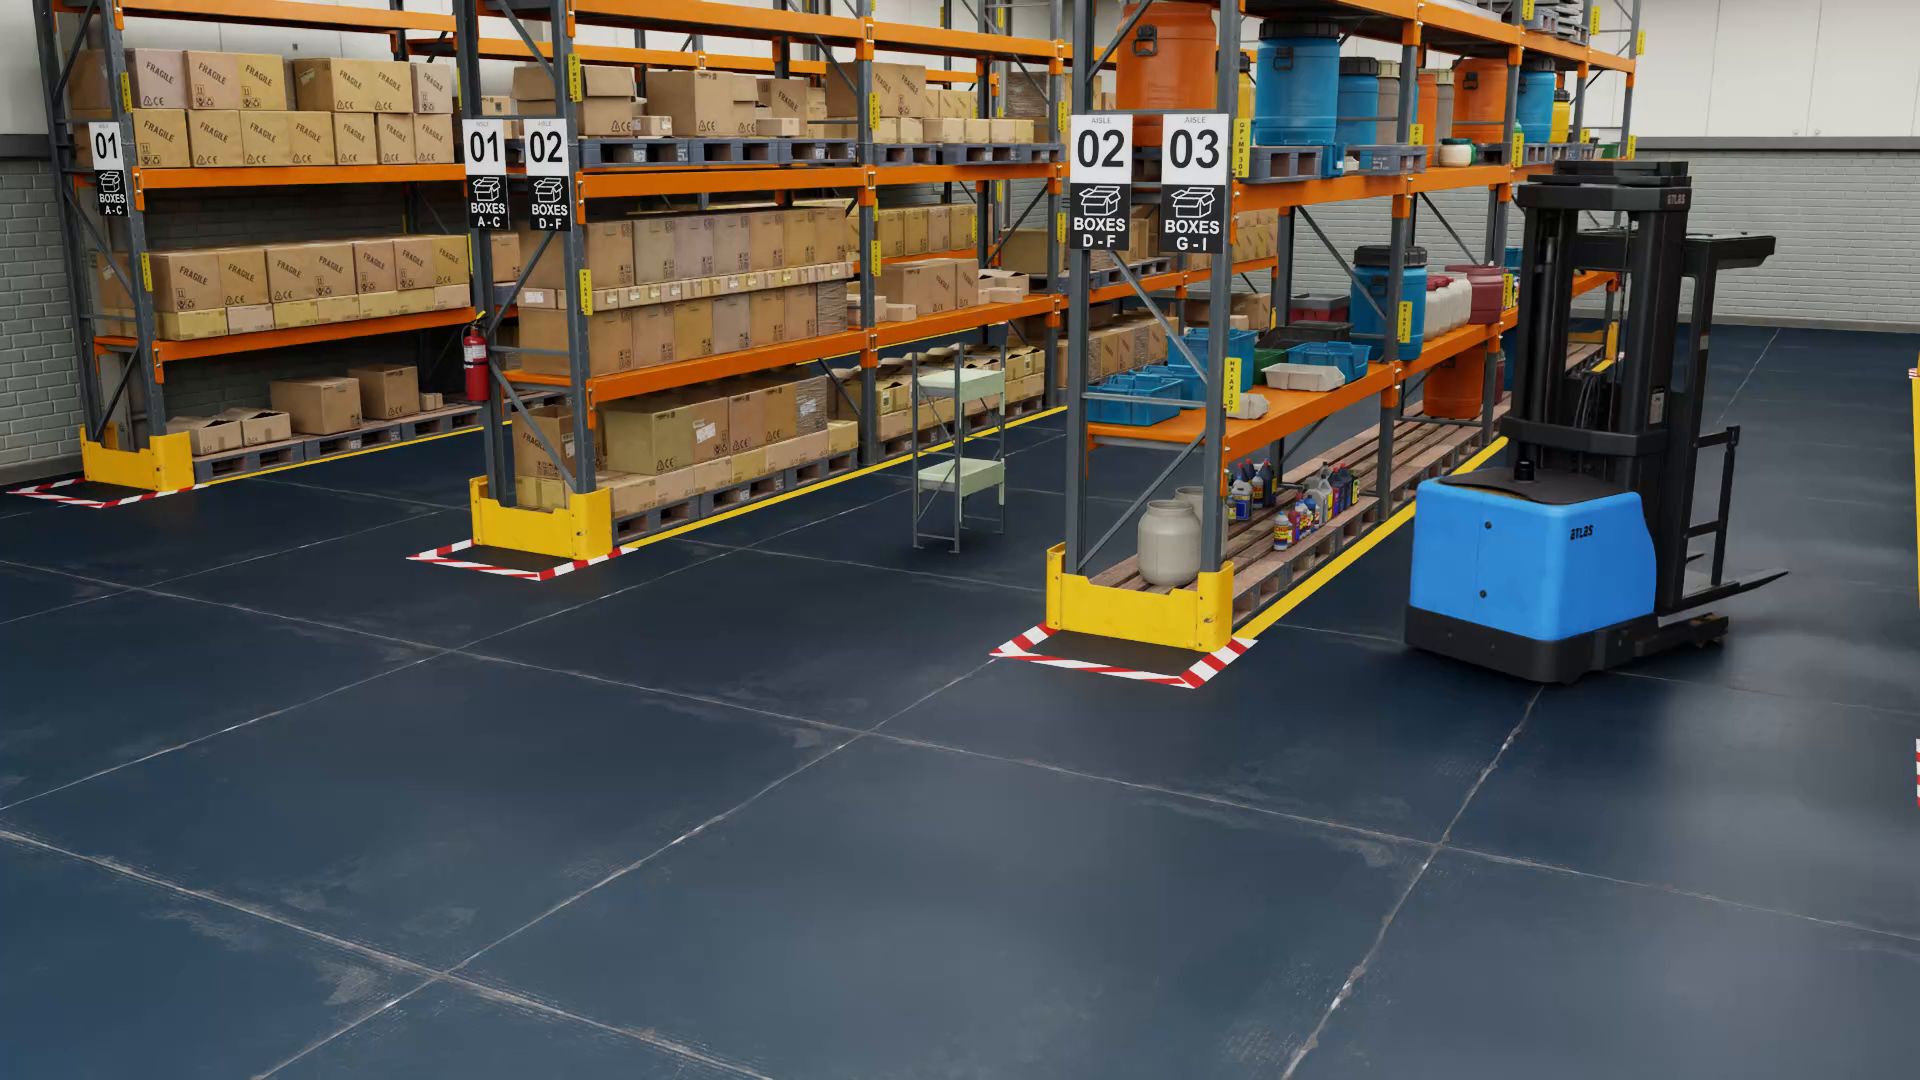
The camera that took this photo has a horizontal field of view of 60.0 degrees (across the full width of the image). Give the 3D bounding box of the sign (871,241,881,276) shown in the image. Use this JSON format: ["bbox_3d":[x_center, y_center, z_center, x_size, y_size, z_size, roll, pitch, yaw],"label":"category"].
[{"bbox_3d":[-0.783,-2.625,15.505,0.100,0.325,0.005,7,15,28],"label":"sign"}]

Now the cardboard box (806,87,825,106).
[{"bbox_3d":[-2.280,-6.349,23.818,0.500,0.250,0.500,9,16,32],"label":"cardboard box"}]

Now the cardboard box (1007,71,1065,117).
[{"bbox_3d":[0.881,-5.130,19.167,0.500,0.500,0.500,7,15,28],"label":"cardboard box"}]

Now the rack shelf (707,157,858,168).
[{"bbox_3d":[-2.707,-5.128,23.039,1.077,0.370,4.000,7,15,28],"label":"rack shelf"}]

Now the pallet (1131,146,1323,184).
[{"bbox_3d":[1.617,-2.370,10.469,1.003,0.211,1.213,7,15,28],"label":"pallet"}]

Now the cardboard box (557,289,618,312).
[{"bbox_3d":[-2.825,-1.827,12.616,0.380,0.149,0.250,7,15,28],"label":"cardboard box"}]

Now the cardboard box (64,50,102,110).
[{"bbox_3d":[-7.562,-4.089,14.803,0.500,0.500,0.500,8,16,31],"label":"cardboard box"}]

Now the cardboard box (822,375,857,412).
[{"bbox_3d":[-1.324,-1.484,16.562,0.500,0.311,0.500,7,15,28],"label":"cardboard box"}]

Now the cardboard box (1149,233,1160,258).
[{"bbox_3d":[2.615,-4.050,23.218,0.500,0.500,0.500,8,16,29],"label":"cardboard box"}]

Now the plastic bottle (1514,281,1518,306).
[{"bbox_3d":[5.971,-2.667,17.969,0.097,0.271,0.097,0,14,0],"label":"plastic bottle"}]

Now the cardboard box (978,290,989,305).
[{"bbox_3d":[0.097,-2.659,18.197,0.380,0.149,0.250,9,16,32],"label":"cardboard box"}]

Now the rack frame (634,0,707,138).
[{"bbox_3d":[-3.674,-6.526,20.901,1.000,3.000,0.127,7,15,28],"label":"rack frame"}]

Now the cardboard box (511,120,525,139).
[{"bbox_3d":[-4.975,-4.637,18.762,0.500,0.311,0.500,8,16,30],"label":"cardboard box"}]

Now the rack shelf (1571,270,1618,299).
[{"bbox_3d":[7.899,-3.368,22.139,1.077,0.370,4.000,7,15,28],"label":"rack shelf"}]

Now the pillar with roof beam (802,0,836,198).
[{"bbox_3d":[1.610,-7.100,23.284,9.100,9.000,0.400,7,15,28],"label":"pillar with roof beam"}]

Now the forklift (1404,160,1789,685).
[{"bbox_3d":[4.191,-0.851,10.310,3.031,2.935,1.130,-10,17,-36],"label":"forklift"}]

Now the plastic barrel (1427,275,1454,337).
[{"bbox_3d":[4.283,-2.143,15.232,0.433,0.535,0.433,0,14,0],"label":"plastic barrel"}]

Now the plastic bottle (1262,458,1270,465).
[{"bbox_3d":[2.527,-0.538,13.747,0.097,0.271,0.097,0,14,0],"label":"plastic bottle"}]

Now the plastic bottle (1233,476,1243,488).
[{"bbox_3d":[2.182,-0.362,13.017,0.097,0.271,0.097,0,14,0],"label":"plastic bottle"}]

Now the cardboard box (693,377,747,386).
[{"bbox_3d":[-2.251,-1.195,14.962,0.500,0.500,0.500,7,15,28],"label":"cardboard box"}]

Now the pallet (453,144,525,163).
[{"bbox_3d":[-5.216,-4.270,18.346,1.213,0.211,1.003,7,15,28],"label":"pallet"}]

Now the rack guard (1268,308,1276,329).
[{"bbox_3d":[4.495,-3.459,26.316,1.175,0.500,0.348,7,15,28],"label":"rack guard"}]

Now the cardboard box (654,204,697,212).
[{"bbox_3d":[-3.682,-4.299,21.975,0.500,0.250,0.500,8,16,30],"label":"cardboard box"}]

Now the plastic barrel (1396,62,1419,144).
[{"bbox_3d":[3.753,-3.765,14.782,0.600,0.901,0.708,7,15,28],"label":"plastic barrel"}]

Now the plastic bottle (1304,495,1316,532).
[{"bbox_3d":[2.593,-0.202,12.354,0.097,0.271,0.097,0,14,0],"label":"plastic bottle"}]

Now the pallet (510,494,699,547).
[{"bbox_3d":[-2.870,-0.214,13.469,1.003,0.211,1.213,7,15,28],"label":"pallet"}]

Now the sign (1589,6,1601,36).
[{"bbox_3d":[7.413,-6.060,19.414,0.100,0.325,0.005,7,15,28],"label":"sign"}]

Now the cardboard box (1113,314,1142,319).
[{"bbox_3d":[2.151,-2.796,22.628,0.500,0.500,0.500,7,15,26],"label":"cardboard box"}]

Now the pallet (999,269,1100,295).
[{"bbox_3d":[0.931,-3.102,19.912,1.213,0.211,1.003,7,15,28],"label":"pallet"}]

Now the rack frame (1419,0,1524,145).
[{"bbox_3d":[4.999,-5.403,16.245,1.000,3.000,0.127,7,15,28],"label":"rack frame"}]

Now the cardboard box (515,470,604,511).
[{"bbox_3d":[-3.202,-0.418,13.340,0.500,0.250,0.500,7,15,28],"label":"cardboard box"}]

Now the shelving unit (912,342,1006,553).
[{"bbox_3d":[-0.003,-0.728,12.852,0.431,1.500,0.755,7,15,28],"label":"shelving unit"}]

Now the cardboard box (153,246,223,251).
[{"bbox_3d":[-7.247,-2.492,15.648,0.500,0.500,0.500,8,16,29],"label":"cardboard box"}]

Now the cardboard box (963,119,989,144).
[{"bbox_3d":[-0.030,-4.313,17.547,0.500,0.250,0.500,7,15,27],"label":"cardboard box"}]

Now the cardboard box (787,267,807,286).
[{"bbox_3d":[-1.585,-2.353,14.798,0.380,0.149,0.250,7,15,28],"label":"cardboard box"}]

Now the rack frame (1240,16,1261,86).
[{"bbox_3d":[4.532,-7.606,25.384,1.000,3.000,0.127,7,15,28],"label":"rack frame"}]

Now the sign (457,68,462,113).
[{"bbox_3d":[-3.671,-3.322,12.292,0.100,0.325,0.005,7,15,28],"label":"sign"}]

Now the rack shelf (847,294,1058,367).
[{"bbox_3d":[-0.302,-2.289,17.662,1.077,0.370,4.000,7,15,28],"label":"rack shelf"}]

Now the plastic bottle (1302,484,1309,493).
[{"bbox_3d":[2.655,-0.295,12.716,0.061,0.283,0.133,7,15,28],"label":"plastic bottle"}]

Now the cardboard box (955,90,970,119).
[{"bbox_3d":[-0.173,-6.971,26.758,0.500,0.500,0.500,8,16,30],"label":"cardboard box"}]

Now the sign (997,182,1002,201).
[{"bbox_3d":[0.662,-5.864,27.982,0.100,0.325,0.005,7,15,28],"label":"sign"}]

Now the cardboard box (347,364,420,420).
[{"bbox_3d":[-6.074,-1.570,17.539,0.500,0.500,0.500,6,15,24],"label":"cardboard box"}]

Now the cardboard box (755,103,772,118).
[{"bbox_3d":[-2.005,-3.731,14.704,0.500,0.311,0.500,6,15,25],"label":"cardboard box"}]

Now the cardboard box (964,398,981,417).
[{"bbox_3d":[-0.114,-1.466,17.684,0.500,0.250,0.500,8,16,29],"label":"cardboard box"}]

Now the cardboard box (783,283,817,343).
[{"bbox_3d":[-1.728,-2.076,15.031,0.700,0.500,0.500,7,15,27],"label":"cardboard box"}]

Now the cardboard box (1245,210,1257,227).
[{"bbox_3d":[4.067,-4.892,24.577,0.500,0.500,0.500,8,16,30],"label":"cardboard box"}]

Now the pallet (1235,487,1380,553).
[{"bbox_3d":[2.704,-0.177,13.319,1.003,0.211,1.213,7,15,28],"label":"pallet"}]

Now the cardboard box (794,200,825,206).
[{"bbox_3d":[-2.244,-4.664,23.489,0.500,0.250,0.500,8,16,29],"label":"cardboard box"}]

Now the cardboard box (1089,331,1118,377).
[{"bbox_3d":[1.630,-2.319,20.646,0.500,0.500,0.500,7,15,27],"label":"cardboard box"}]

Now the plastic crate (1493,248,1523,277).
[{"bbox_3d":[6.859,-3.463,20.905,0.392,0.384,0.575,7,15,28],"label":"plastic crate"}]

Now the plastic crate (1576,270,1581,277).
[{"bbox_3d":[7.832,-3.571,21.572,0.437,0.282,0.530,7,15,28],"label":"plastic crate"}]

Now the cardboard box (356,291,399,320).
[{"bbox_3d":[-6.049,-2.388,16.814,0.500,0.250,0.500,7,15,28],"label":"cardboard box"}]

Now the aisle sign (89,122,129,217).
[{"bbox_3d":[-7.313,-3.183,14.289,0.394,0.787,0.004,7,15,28],"label":"aisle sign"}]
